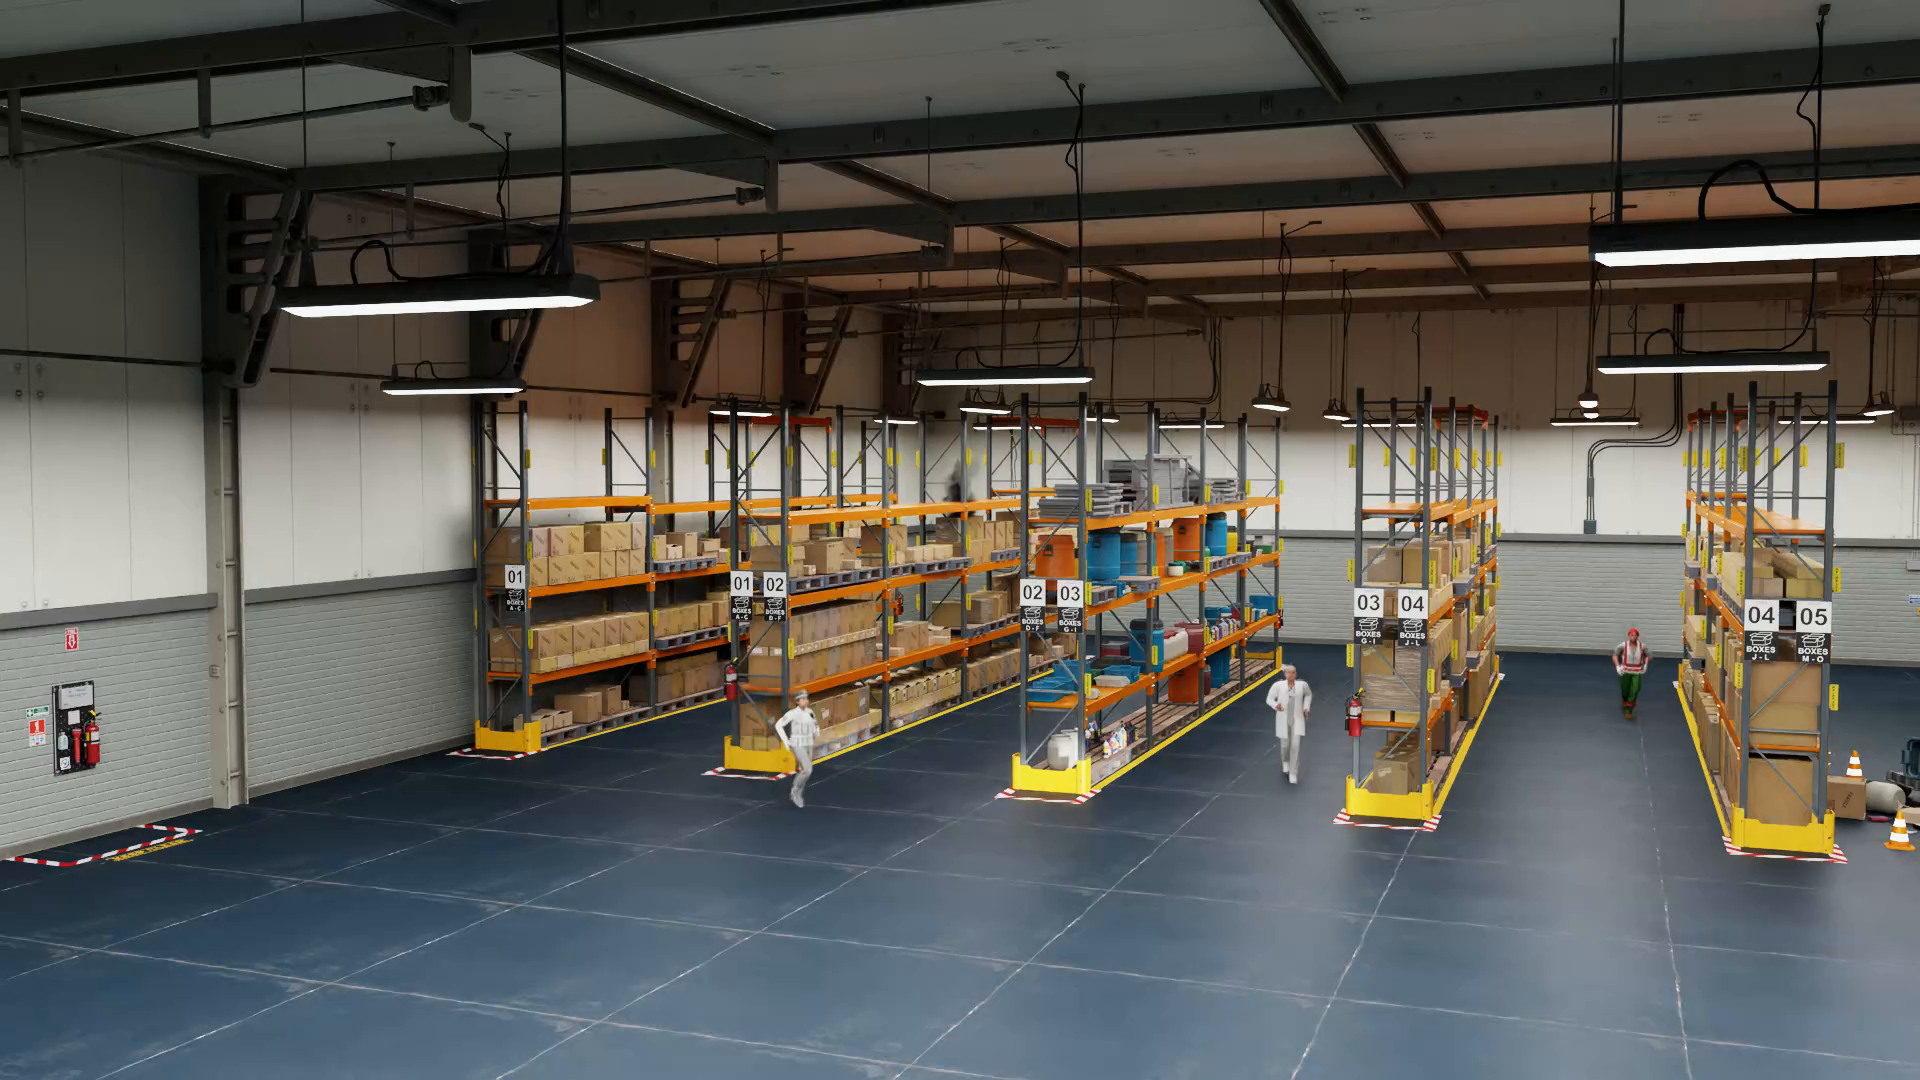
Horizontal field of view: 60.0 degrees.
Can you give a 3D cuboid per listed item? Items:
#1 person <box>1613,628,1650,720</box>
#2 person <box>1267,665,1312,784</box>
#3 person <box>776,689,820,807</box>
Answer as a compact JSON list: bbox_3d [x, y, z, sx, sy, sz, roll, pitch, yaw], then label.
[{"bbox_3d":[12.992,2.573,32.168,0.682,1.749,0.697,1,3,15],"label":"person"},{"bbox_3d":[5.132,2.876,25.914,0.704,1.685,1.070,0,3,10],"label":"person"},{"bbox_3d":[-2.262,2.991,23.933,0.669,1.692,0.586,2,4,42],"label":"person"}]
